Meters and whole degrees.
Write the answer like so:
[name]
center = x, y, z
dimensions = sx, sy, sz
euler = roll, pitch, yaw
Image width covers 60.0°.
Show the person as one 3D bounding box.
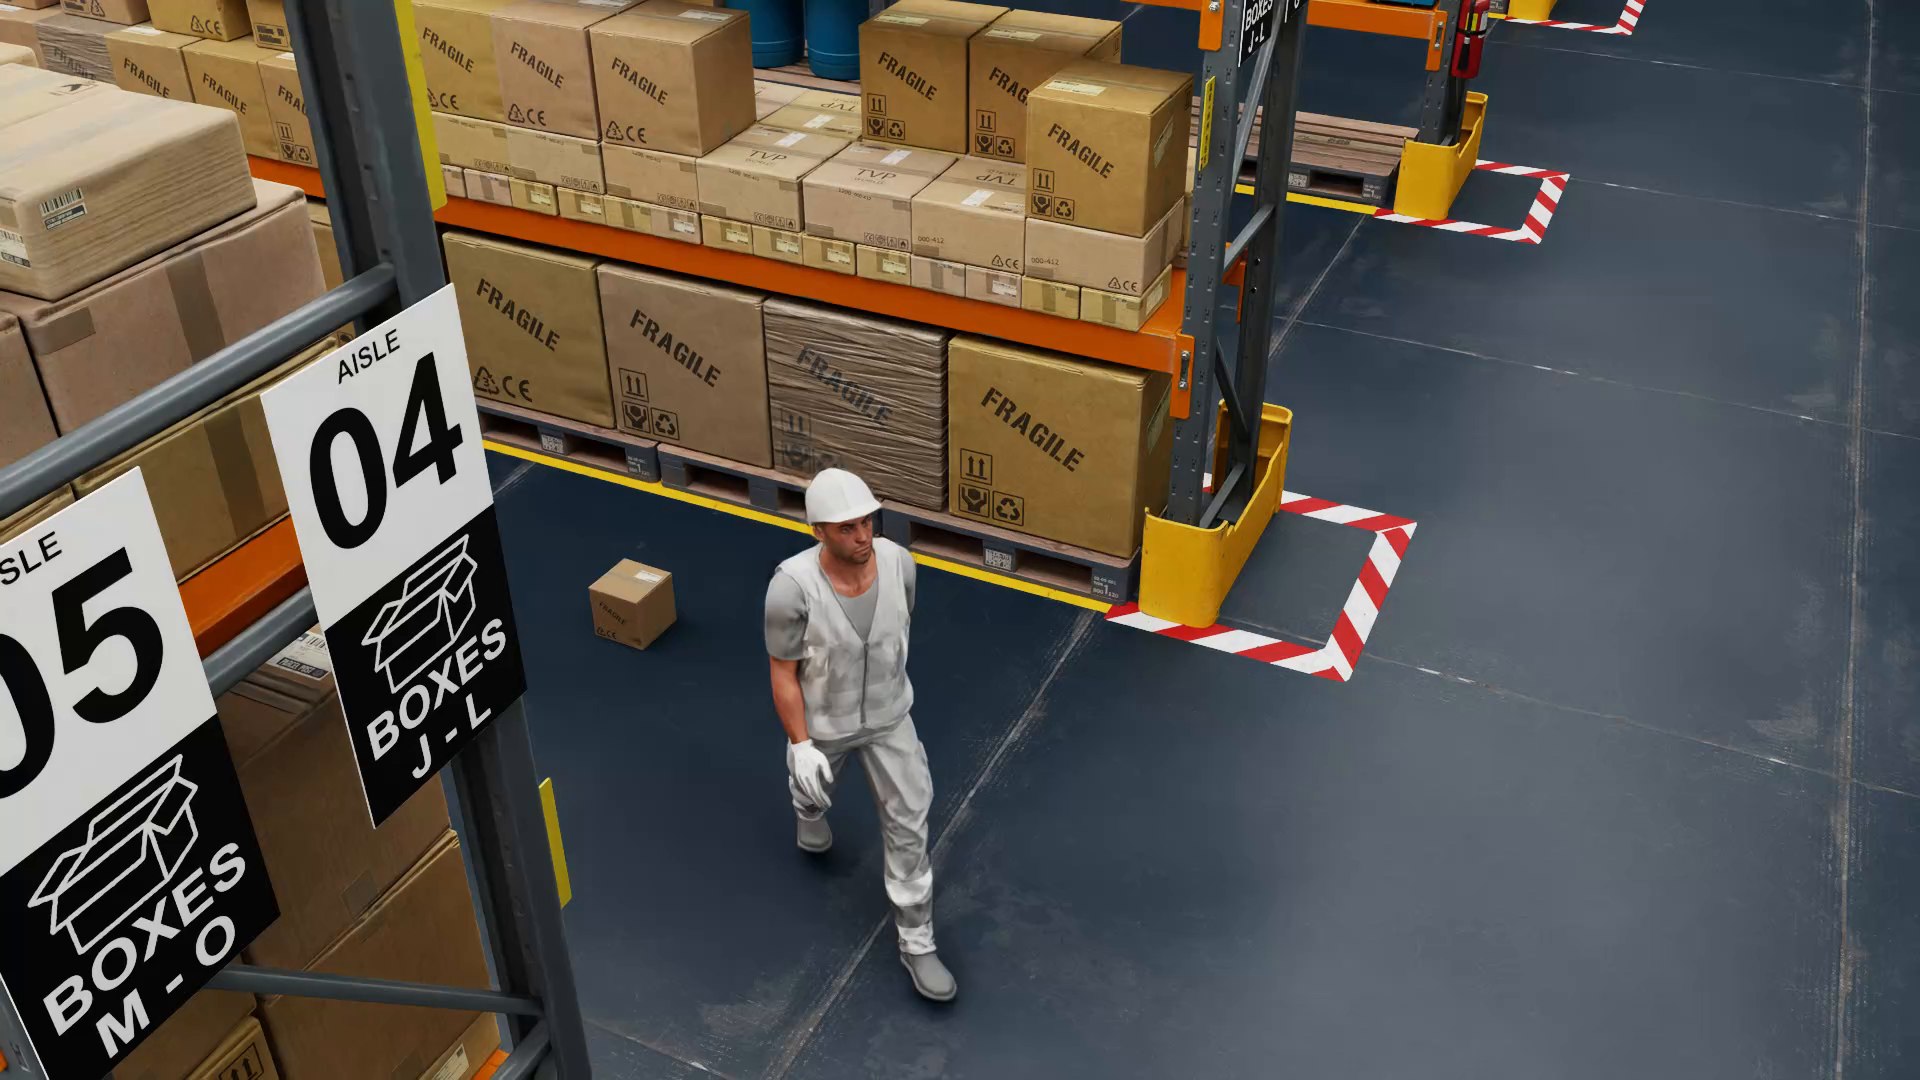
[person]
center = -0.339, 0.563, 5.278
dimensions = 0.525, 1.740, 1.070
euler = -12, 35, -18
